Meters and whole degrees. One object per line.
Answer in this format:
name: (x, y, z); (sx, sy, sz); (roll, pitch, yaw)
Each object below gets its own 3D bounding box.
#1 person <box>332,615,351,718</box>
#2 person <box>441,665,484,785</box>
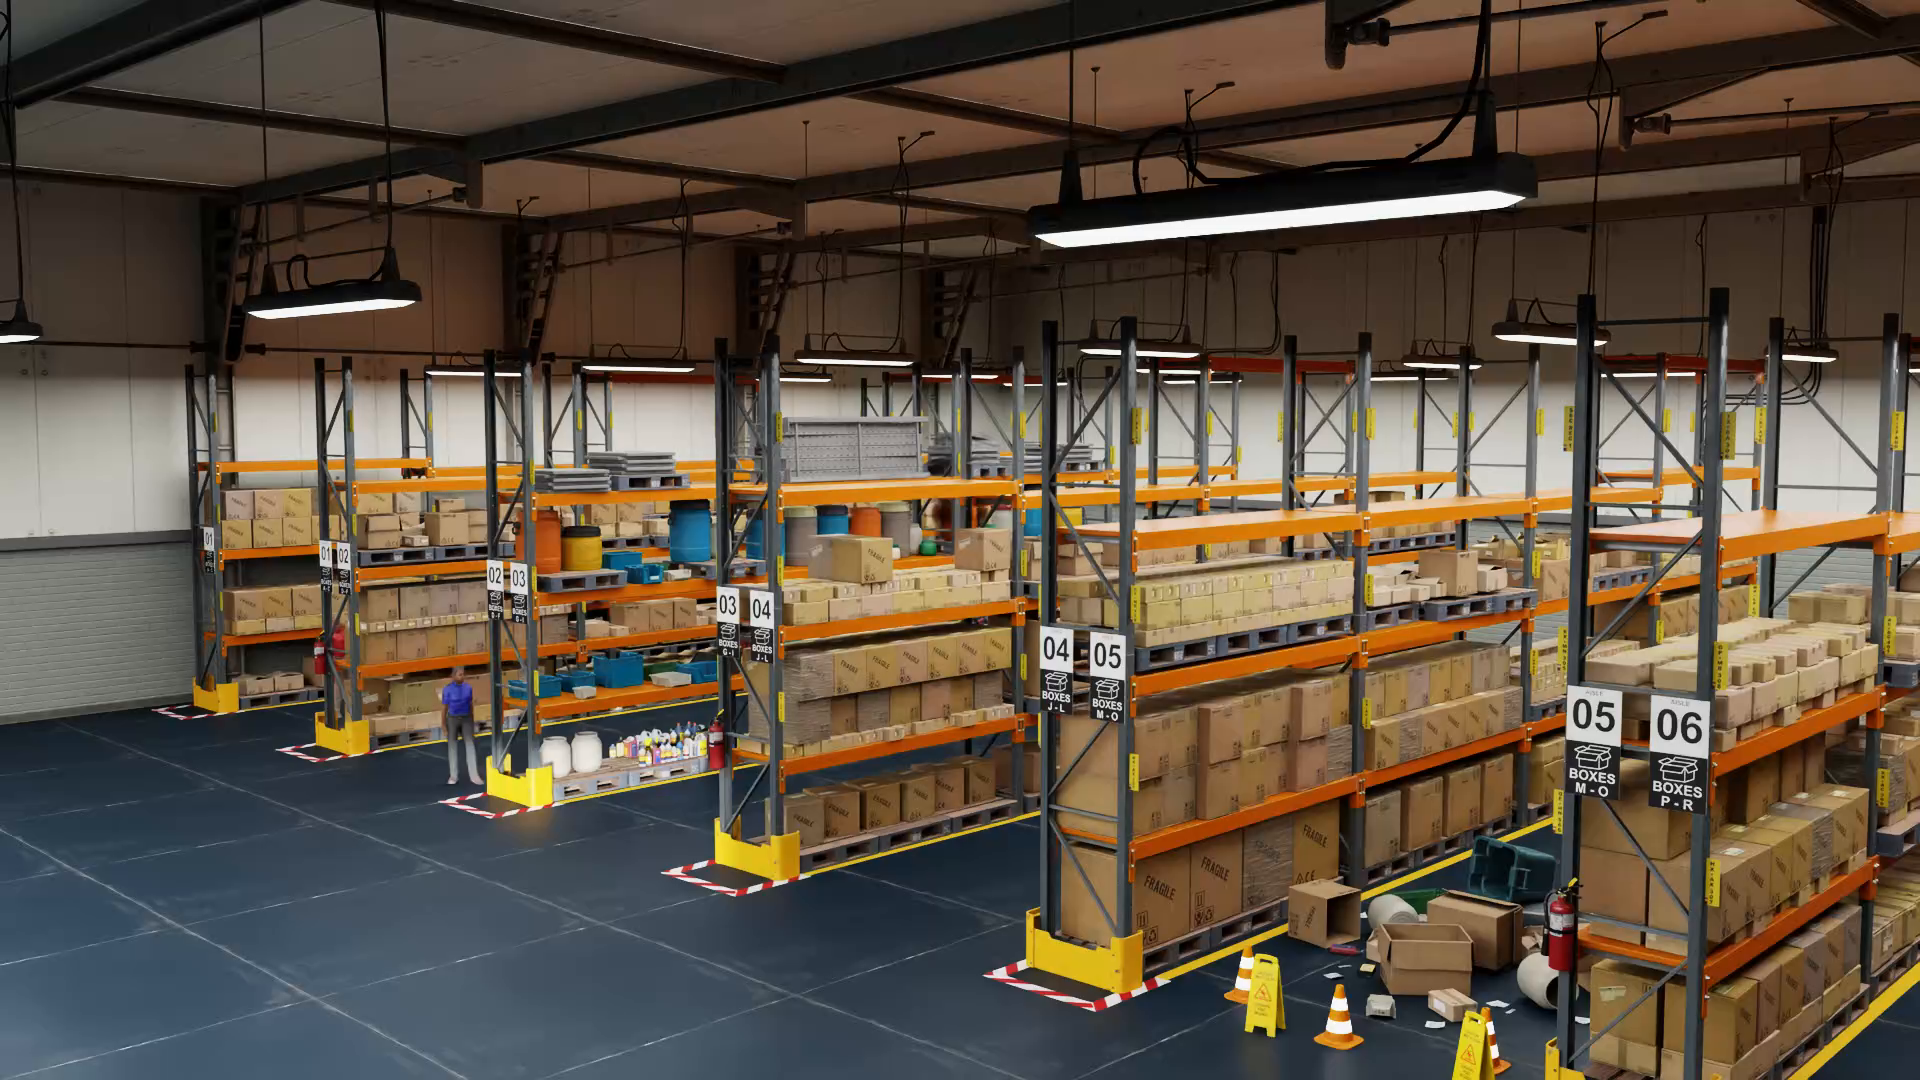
person: (-10.509, 2.166, 28.297); (0.547, 1.776, 0.641); (4, 6, 40)
person: (-6.950, 2.578, 23.149); (0.514, 1.678, 0.486); (-3, 5, -34)
